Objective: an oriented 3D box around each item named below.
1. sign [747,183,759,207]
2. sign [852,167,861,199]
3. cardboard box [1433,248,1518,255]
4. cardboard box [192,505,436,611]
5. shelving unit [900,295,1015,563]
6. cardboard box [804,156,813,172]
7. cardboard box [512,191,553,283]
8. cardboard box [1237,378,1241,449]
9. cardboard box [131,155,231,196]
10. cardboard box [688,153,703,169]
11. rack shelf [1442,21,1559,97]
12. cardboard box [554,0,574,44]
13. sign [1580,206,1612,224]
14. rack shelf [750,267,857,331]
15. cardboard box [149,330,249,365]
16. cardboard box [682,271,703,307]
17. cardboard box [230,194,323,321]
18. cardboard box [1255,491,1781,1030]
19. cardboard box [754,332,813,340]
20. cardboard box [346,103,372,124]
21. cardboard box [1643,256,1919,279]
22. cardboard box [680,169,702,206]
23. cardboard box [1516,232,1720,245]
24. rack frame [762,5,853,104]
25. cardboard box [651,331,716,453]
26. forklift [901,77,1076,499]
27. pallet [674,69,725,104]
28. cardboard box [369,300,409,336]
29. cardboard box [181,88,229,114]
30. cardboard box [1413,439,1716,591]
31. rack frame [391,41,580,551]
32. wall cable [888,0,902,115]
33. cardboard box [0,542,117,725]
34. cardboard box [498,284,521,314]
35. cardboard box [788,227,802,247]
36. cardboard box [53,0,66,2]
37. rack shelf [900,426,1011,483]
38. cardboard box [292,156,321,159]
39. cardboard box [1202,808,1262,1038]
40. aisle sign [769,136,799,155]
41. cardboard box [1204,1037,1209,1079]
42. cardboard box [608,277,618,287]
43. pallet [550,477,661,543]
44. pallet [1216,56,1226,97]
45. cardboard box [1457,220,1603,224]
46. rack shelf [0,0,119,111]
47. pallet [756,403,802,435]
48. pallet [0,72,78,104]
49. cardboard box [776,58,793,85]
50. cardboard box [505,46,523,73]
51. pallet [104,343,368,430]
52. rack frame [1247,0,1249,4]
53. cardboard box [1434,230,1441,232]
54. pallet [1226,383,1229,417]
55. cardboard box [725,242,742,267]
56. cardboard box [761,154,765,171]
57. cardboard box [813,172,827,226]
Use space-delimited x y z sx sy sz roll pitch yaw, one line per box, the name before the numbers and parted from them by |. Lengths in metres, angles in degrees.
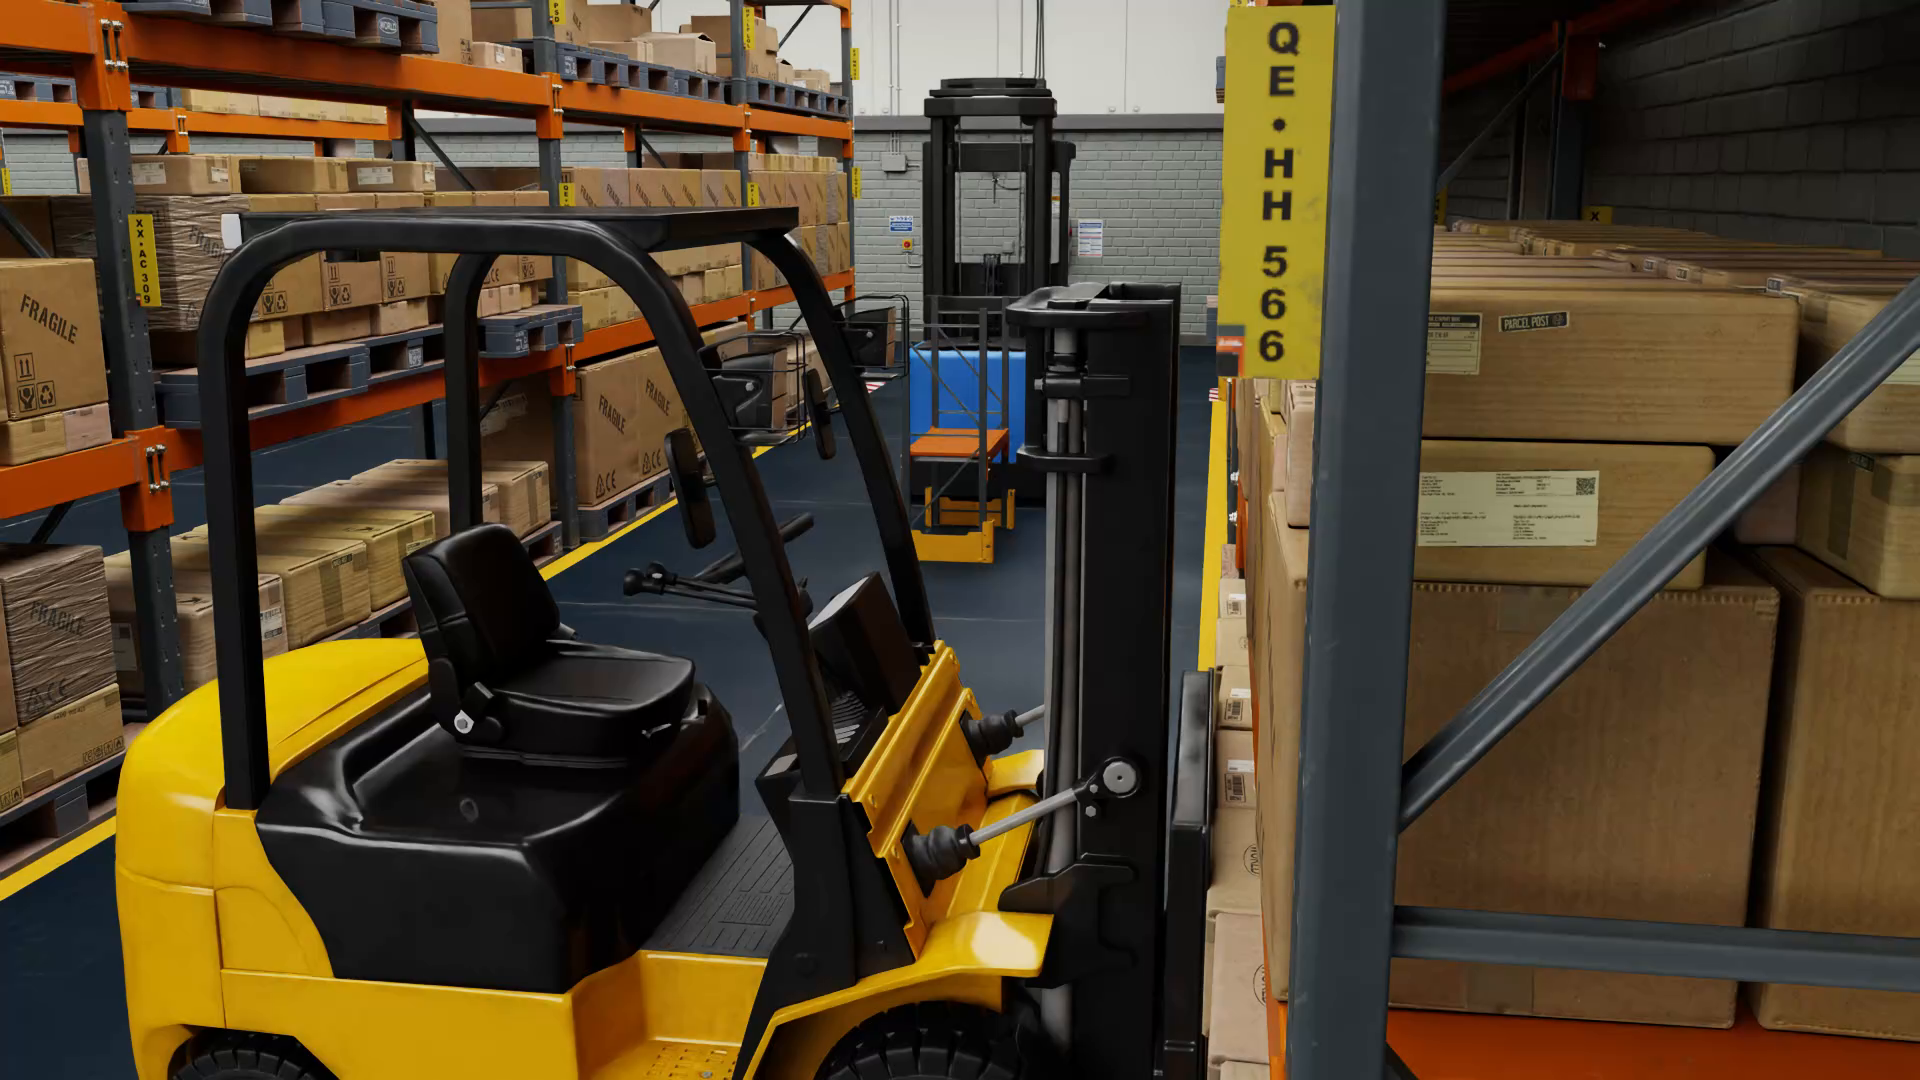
sign | -1.704 -2.774 13.684 0.100 0.325 0.005 2 12 9
sign | -1.092 -3.756 17.492 0.100 0.325 0.005 2 12 9
cardboard box | 0.728 -0.412 2.801 0.380 0.149 0.250 2 12 10
cardboard box | -3.181 0.079 8.249 0.950 0.372 0.625 2 12 11
shelving unit | -0.012 -0.717 10.262 0.587 1.500 1.083 2 12 9
cardboard box | -1.626 -3.601 15.932 0.380 0.149 0.250 2 12 10
cardboard box | -2.652 -1.725 9.439 0.500 0.500 0.500 2 12 7
cardboard box | 1.252 -0.477 5.942 0.500 0.250 0.500 2 12 10
cardboard box | -3.050 -1.400 6.389 0.380 0.149 0.250 2 12 8
cardboard box | -2.361 -3.243 14.270 0.380 0.149 0.250 2 12 10
rack shelf | 1.741 -1.968 7.092 1.077 0.370 4.000 2 12 9
cardboard box | -2.892 -3.362 10.620 0.700 0.500 0.500 1 12 6
sign | 1.982 -0.881 5.219 0.100 0.325 0.005 2 12 9
rack shelf | -1.934 -2.327 15.878 1.077 0.370 4.000 2 12 9
cardboard box | -3.075 -0.784 6.611 0.380 0.149 0.250 2 12 9
cardboard box | -2.237 -1.877 12.438 0.500 0.250 0.500 2 12 7
cardboard box | -3.040 -1.189 6.950 0.500 0.500 0.500 2 12 9
cardboard box | 0.634 0.236 2.041 0.500 0.500 0.500 2 12 7
cardboard box | -1.629 -1.907 17.307 0.875 0.438 0.875 1 12 7
cardboard box | -6.413 -4.417 17.107 0.500 0.250 0.500 2 12 9
cardboard box | 1.234 -0.338 2.460 0.380 0.149 0.250 2 12 9
cardboard box | -2.232 -2.486 12.297 0.500 0.500 0.500 2 12 10
cardboard box | 1.454 -0.606 3.704 0.380 0.149 0.250 2 12 8
rack frame | -1.627 -6.027 17.102 1.000 3.000 0.127 2 12 9
cardboard box | -2.389 -1.109 12.565 0.875 0.875 0.875 2 12 10
forklift | 0.299 -1.979 12.720 1.130 2.935 3.031 2 12 8
pallet | -2.334 -3.442 12.681 0.805 0.209 1.217 1 12 6
cardboard box | -2.847 -1.055 7.866 0.380 0.149 0.250 2 12 11
cardboard box | -6.816 -3.882 14.624 0.500 0.250 0.500 3 12 12
cardboard box | 0.594 -0.051 1.834 0.380 0.149 0.250 2 12 9
rack frame | -2.857 -1.429 10.006 1.000 3.000 0.127 2 12 9
wall cable | -1.030 -7.221 22.639 0.463 3.000 0.029 2 12 9
cardboard box | -3.298 0.307 5.697 0.500 0.500 0.500 2 12 8
cardboard box | -2.639 -1.324 9.117 0.380 0.149 0.250 2 12 8
cardboard box | -1.747 -2.608 15.238 0.500 0.500 0.500 2 12 9
cardboard box | -3.219 -1.865 5.502 0.380 0.149 0.250 2 12 9
rack shelf | -0.013 -0.540 10.291 0.538 0.185 1.000 2 12 9
cardboard box | -6.585 -3.490 16.249 0.500 0.500 0.500 1 12 7
cardboard box | 0.721 0.728 3.151 0.500 0.250 0.500 2 12 9
aisle sign | -1.902 -4.390 17.573 0.394 0.787 0.004 2 12 9
cardboard box | 0.730 0.967 3.231 0.500 0.250 0.500 2 12 7
cardboard box | -2.454 -1.806 10.921 0.500 0.250 0.500 2 12 10
pallet | -2.661 -0.228 11.050 1.003 0.211 1.213 2 12 9
pallet | 2.337 -3.127 11.210 1.213 0.211 1.003 2 12 9
cardboard box | 1.683 -0.872 4.936 0.380 0.149 0.250 2 12 9
rack shelf | -3.780 -1.295 3.971 1.077 0.370 4.000 2 12 9
pallet | -2.047 -1.055 14.887 1.003 0.211 1.213 2 12 9
pallet | -7.505 -3.435 12.638 1.213 0.211 1.003 2 12 9
cardboard box | -1.906 -4.462 15.934 0.500 0.311 0.500 2 12 10
cardboard box | -2.698 -2.701 9.381 0.380 0.149 0.250 2 12 9
pallet | -3.211 -0.657 6.879 1.003 0.211 1.213 2 12 9
rack frame | 2.048 -4.202 8.632 1.000 3.000 0.127 2 12 9
cardboard box | 0.955 -0.676 4.025 0.380 0.149 0.250 2 12 8
pallet | 3.145 -1.390 16.441 1.003 0.211 1.213 2 12 9
cardboard box | -2.069 -2.334 13.371 0.500 0.250 0.500 2 12 9
cardboard box | -1.916 -3.283 14.455 0.380 0.149 0.250 2 12 8
cardboard box | -1.596 -3.312 16.130 0.500 0.500 0.500 2 12 8
